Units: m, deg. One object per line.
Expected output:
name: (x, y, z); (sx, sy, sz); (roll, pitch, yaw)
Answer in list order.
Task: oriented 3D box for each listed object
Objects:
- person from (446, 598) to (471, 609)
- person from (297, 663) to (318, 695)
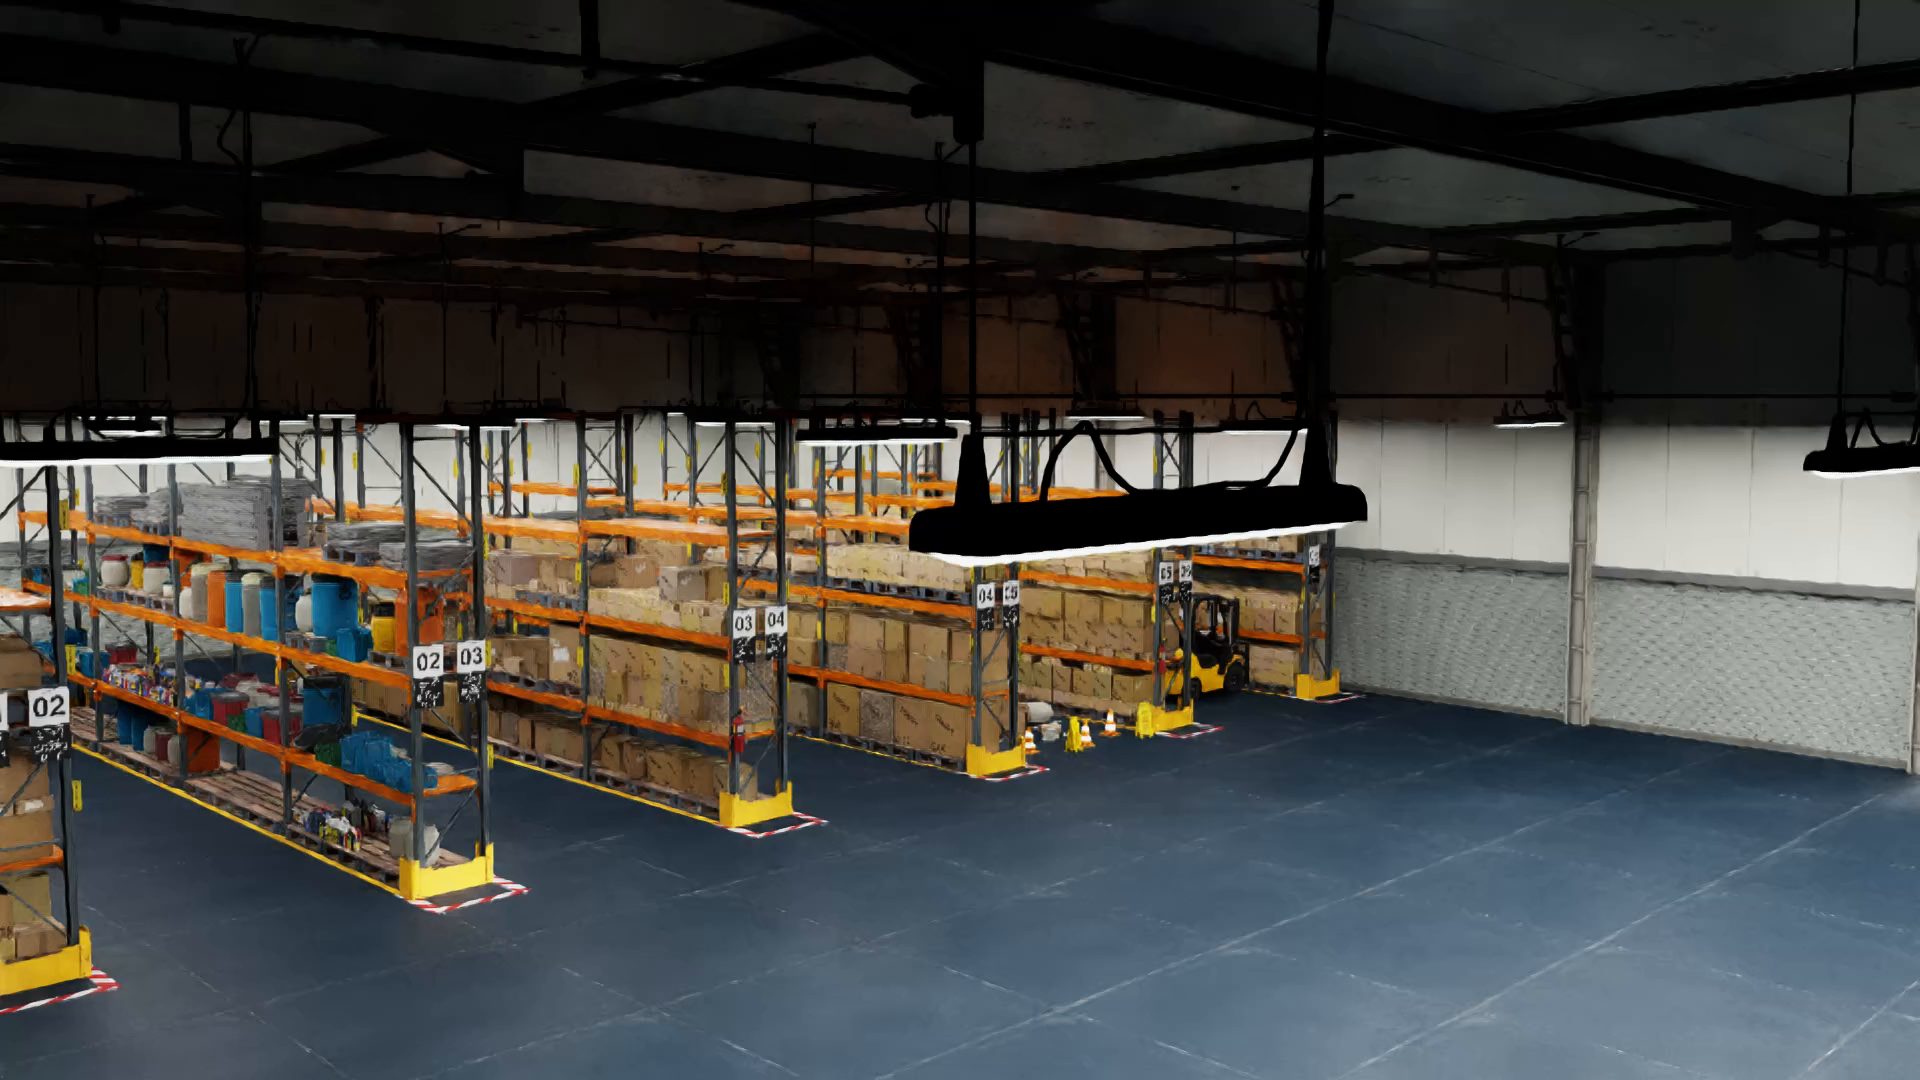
person: (-12.546, 1.868, 41.587); (0.623, 1.737, 1.042); (-2, 5, -22)
person: (-11.141, 2.938, 28.707); (0.645, 1.772, 0.464); (2, 5, 21)
